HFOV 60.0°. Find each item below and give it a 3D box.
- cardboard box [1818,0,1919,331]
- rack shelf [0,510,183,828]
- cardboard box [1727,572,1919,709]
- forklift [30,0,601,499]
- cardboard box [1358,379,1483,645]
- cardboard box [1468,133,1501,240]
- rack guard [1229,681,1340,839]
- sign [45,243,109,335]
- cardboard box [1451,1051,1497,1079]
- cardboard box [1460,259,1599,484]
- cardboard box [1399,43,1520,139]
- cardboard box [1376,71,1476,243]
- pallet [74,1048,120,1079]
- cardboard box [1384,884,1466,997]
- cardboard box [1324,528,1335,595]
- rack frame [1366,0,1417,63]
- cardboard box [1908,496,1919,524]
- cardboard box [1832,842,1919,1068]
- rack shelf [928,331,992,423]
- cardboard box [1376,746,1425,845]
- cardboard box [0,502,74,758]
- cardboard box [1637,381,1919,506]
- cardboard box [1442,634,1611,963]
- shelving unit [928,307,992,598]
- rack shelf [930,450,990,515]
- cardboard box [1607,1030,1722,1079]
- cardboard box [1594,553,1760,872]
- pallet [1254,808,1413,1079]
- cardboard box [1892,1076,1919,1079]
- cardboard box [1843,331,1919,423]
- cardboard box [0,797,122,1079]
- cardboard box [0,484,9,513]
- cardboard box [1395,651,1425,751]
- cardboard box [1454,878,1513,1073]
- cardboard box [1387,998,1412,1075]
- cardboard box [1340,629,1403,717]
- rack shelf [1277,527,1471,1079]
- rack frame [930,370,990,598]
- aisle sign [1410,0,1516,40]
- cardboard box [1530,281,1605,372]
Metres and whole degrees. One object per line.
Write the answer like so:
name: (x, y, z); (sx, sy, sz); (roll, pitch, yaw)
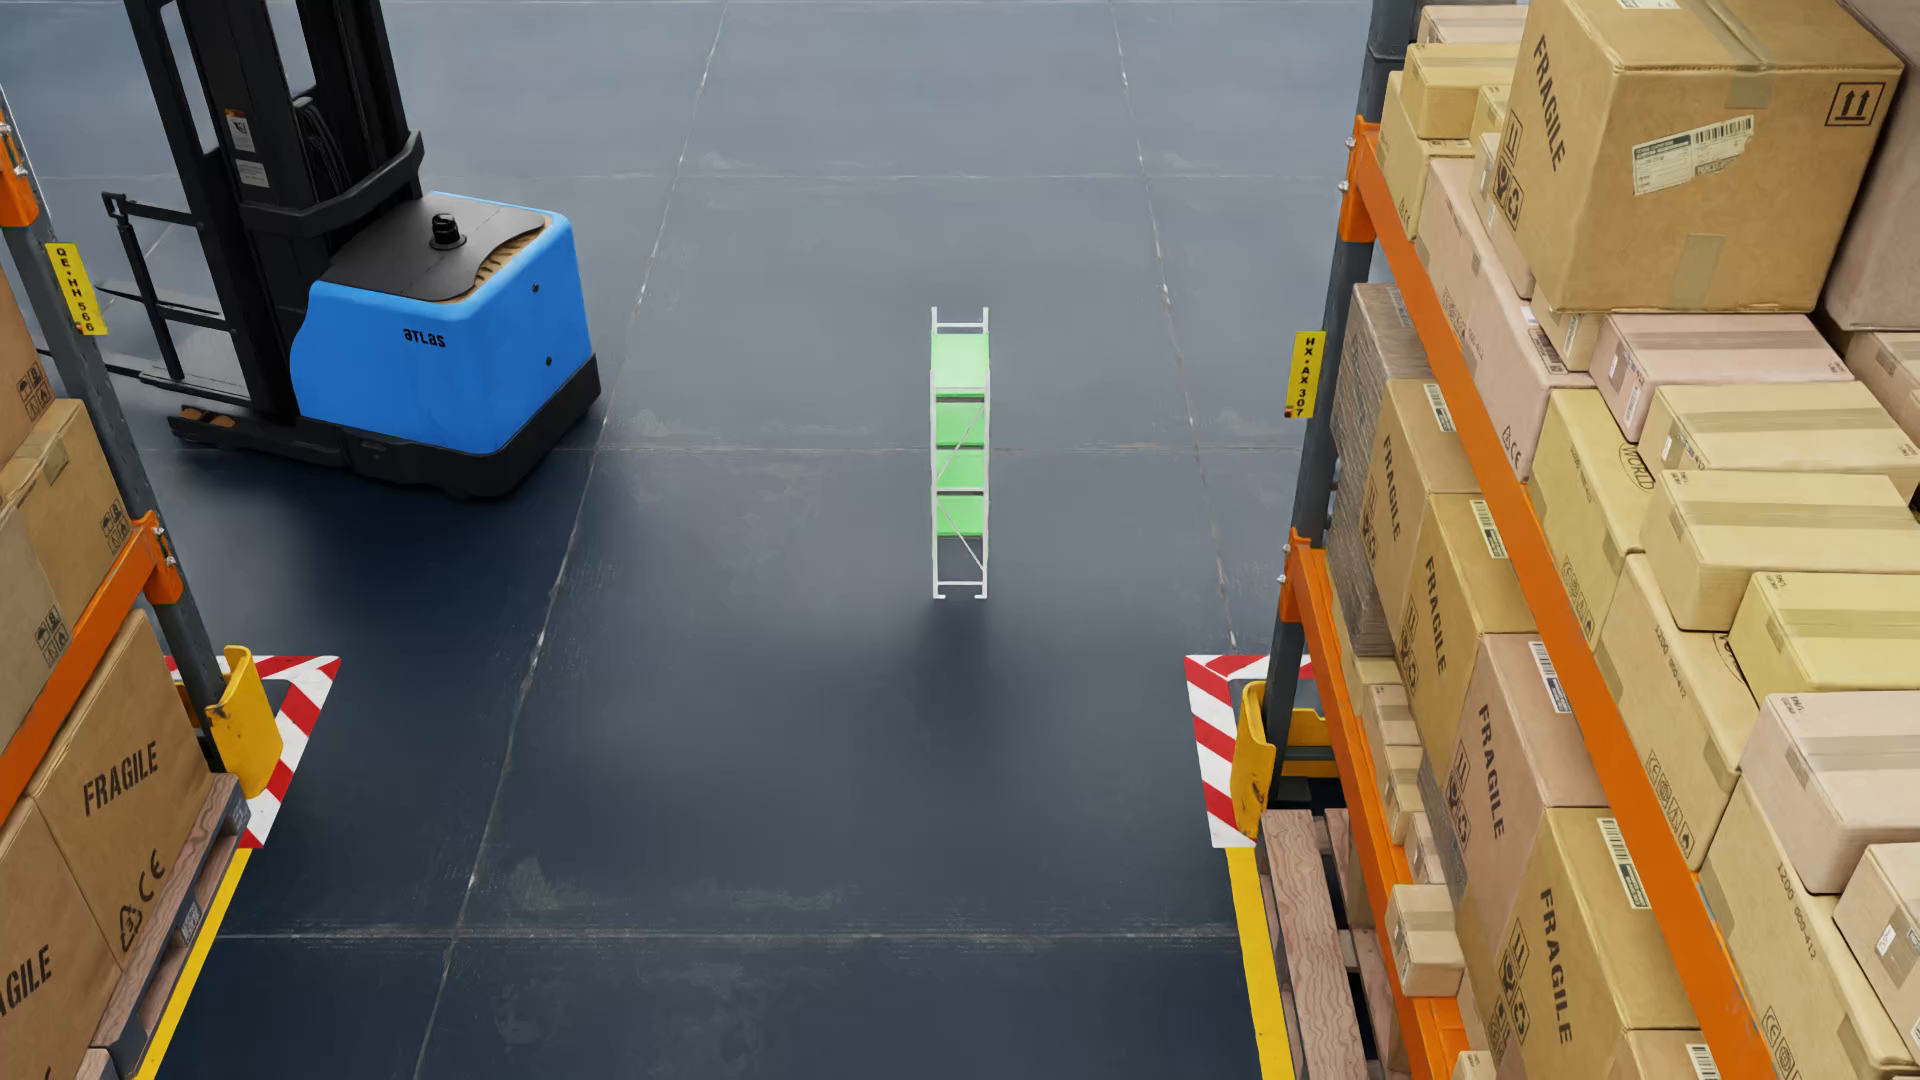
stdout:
cardboard box: (1.902, -0.740, 3.158); (0.500, 0.500, 0.500); (0, 39, 0)
rack shelf: (-3.311, 1.284, 4.325); (1.077, 0.370, 4.000); (0, 39, 0)
cardboard box: (1.414, 0.185, 2.523); (0.380, 0.149, 0.250); (1, 39, 2)
forklift: (-3.427, -1.894, 7.769); (3.031, 2.935, 1.130); (12, 40, 15)
cardboard box: (1.369, -0.076, 4.329); (0.500, 0.500, 0.500); (0, 39, 0)
cardboard box: (1.372, -0.793, 3.743); (0.380, 0.149, 0.250); (1, 39, 2)
rack guard: (1.647, 0.835, 6.308); (1.175, 0.500, 0.348); (0, 39, 0)
sign: (-2.770, -0.784, 5.214); (0.100, 0.325, 0.005); (0, 39, 0)
cardboard box: (1.370, 1.339, 3.881); (0.380, 0.149, 0.250); (0, 39, 0)
cardboard box: (1.392, -0.366, 3.529); (0.500, 0.250, 0.500); (0, 39, 0)
cardboard box: (1.320, -1.121, 4.153); (0.380, 0.149, 0.250); (1, 39, 1)
cardboard box: (1.389, -0.998, 4.319); (0.500, 0.250, 0.500); (1, 39, 1)
pallet: (-3.235, 2.102, 4.959); (1.003, 0.211, 1.213); (0, 39, 0)
cardboard box: (1.314, 1.027, 4.271); (0.380, 0.149, 0.250); (0, 39, 0)
cardboard box: (1.409, 0.089, 5.442); (0.380, 0.149, 0.250); (0, 39, 0)
rack frame: (1.647, -2.529, 3.710); (1.000, 3.000, 0.127); (0, 39, 0)
cardboard box: (1.903, -0.051, 3.137); (0.500, 0.250, 0.500); (-1, 39, -1)
cardboard box: (1.367, 0.519, 2.106); (0.380, 0.149, 0.250); (-2, 39, -2)
rack shelf: (0.000, -0.689, 6.985); (0.258, 0.148, 0.480); (0, 39, 0)
cardboard box: (1.390, 0.714, 4.661); (0.380, 0.149, 0.250); (0, 39, 0)
cardboard box: (-3.245, 0.270, 4.895); (0.875, 0.550, 0.550); (0, 39, 0)
cardboard box: (1.444, -0.150, 2.941); (0.380, 0.149, 0.250); (-1, 39, -2)
cardboard box: (1.377, 0.549, 3.549); (0.500, 0.500, 0.500); (0, 39, 0)
shelving unit: (0.000, -0.365, 7.246); (0.258, 1.200, 0.503); (0, 39, 0)
rack shelf: (0.000, -0.315, 7.286); (0.258, 0.148, 0.480); (0, 39, 0)
cardboard box: (1.374, 1.174, 2.769); (0.500, 0.500, 0.500); (0, 39, 0)
cardboard box: (1.394, 0.271, 2.734); (0.500, 0.250, 0.500); (0, 39, 0)
pallet: (1.613, 1.456, 5.765); (1.003, 0.211, 1.213); (0, 39, 0)
cardboard box: (1.390, 0.917, 1.929); (0.500, 0.250, 0.500); (1, 39, 2)
cardboard box: (1.907, -0.297, 3.124); (0.380, 0.149, 0.250); (-2, 39, -2)
cardboard box: (-3.243, 1.392, 4.978); (0.875, 0.875, 0.875); (-1, 39, -1)
cardboard box: (-3.258, -0.152, 4.557); (0.875, 0.550, 0.550); (0, 39, 0)
cardboard box: (1.741, 0.314, 4.642); (0.875, 0.500, 0.500); (0, 39, 0)
cardboard box: (1.687, 0.939, 3.862); (0.875, 0.500, 0.500); (0, 39, 0)
cardboard box: (1.666, 1.388, 5.282); (0.500, 0.500, 0.500); (10, 40, 12)
cardboard box: (1.375, 0.401, 5.052); (0.380, 0.149, 0.250); (0, 39, 0)
rack shelf: (1.649, 1.344, 4.250); (1.077, 0.370, 4.000); (0, 39, 0)
rack frame: (0.000, -0.212, 7.055); (0.240, 1.200, 0.015); (0, 39, 0)
aisle sign: (1.347, -1.241, 4.821); (0.394, 0.787, 0.004); (0, 39, 0)
cardboard box: (1.384, -0.470, 3.340); (0.380, 0.149, 0.250); (-2, 39, -2)
